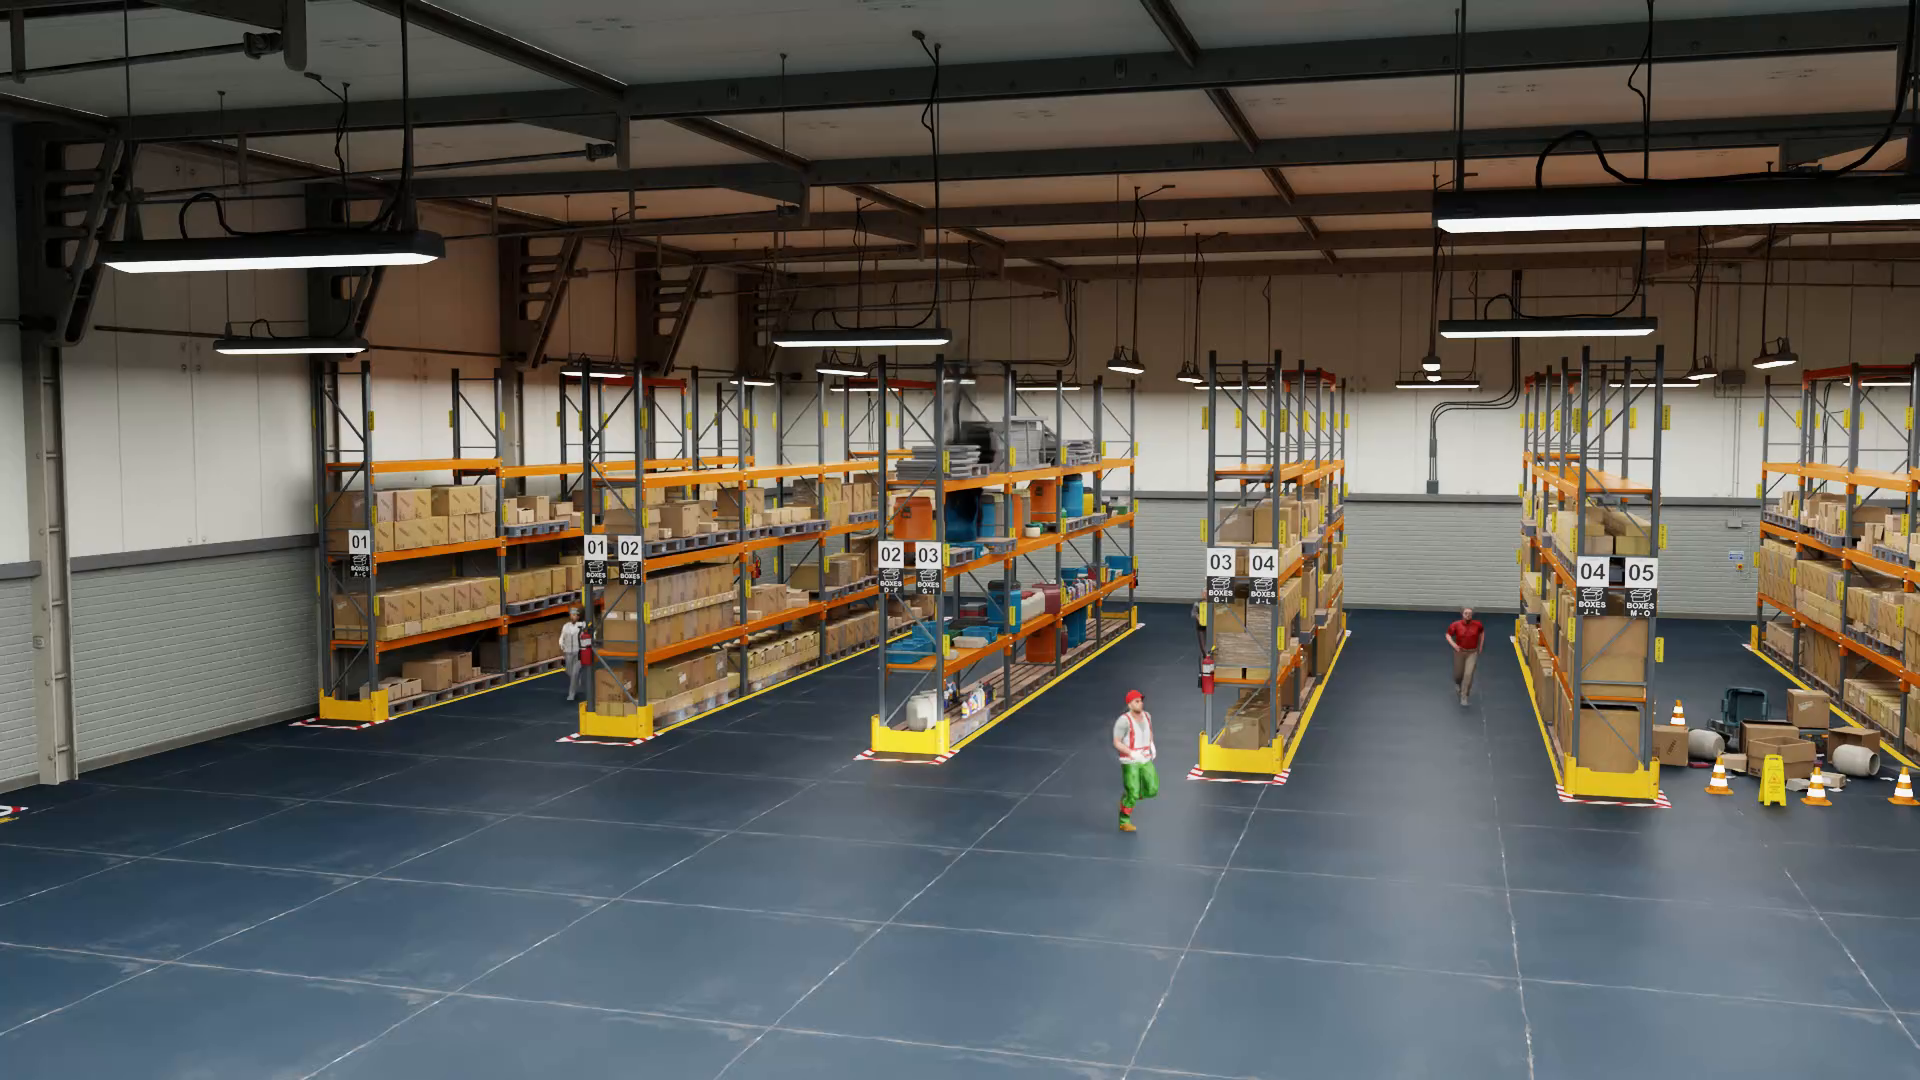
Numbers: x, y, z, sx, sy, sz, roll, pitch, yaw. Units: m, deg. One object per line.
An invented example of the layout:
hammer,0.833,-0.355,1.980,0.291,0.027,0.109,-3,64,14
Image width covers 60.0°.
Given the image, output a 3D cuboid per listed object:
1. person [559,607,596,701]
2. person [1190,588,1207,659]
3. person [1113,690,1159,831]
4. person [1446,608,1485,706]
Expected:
person,-6.931,2.032,30.012,0.632,1.661,0.861,0,4,6
person,4.842,1.822,32.620,0.638,1.784,0.777,1,4,19
person,2.168,2.689,20.218,0.699,1.742,0.656,-3,5,-34
person,9.000,2.049,29.620,0.687,1.722,0.914,1,4,9
